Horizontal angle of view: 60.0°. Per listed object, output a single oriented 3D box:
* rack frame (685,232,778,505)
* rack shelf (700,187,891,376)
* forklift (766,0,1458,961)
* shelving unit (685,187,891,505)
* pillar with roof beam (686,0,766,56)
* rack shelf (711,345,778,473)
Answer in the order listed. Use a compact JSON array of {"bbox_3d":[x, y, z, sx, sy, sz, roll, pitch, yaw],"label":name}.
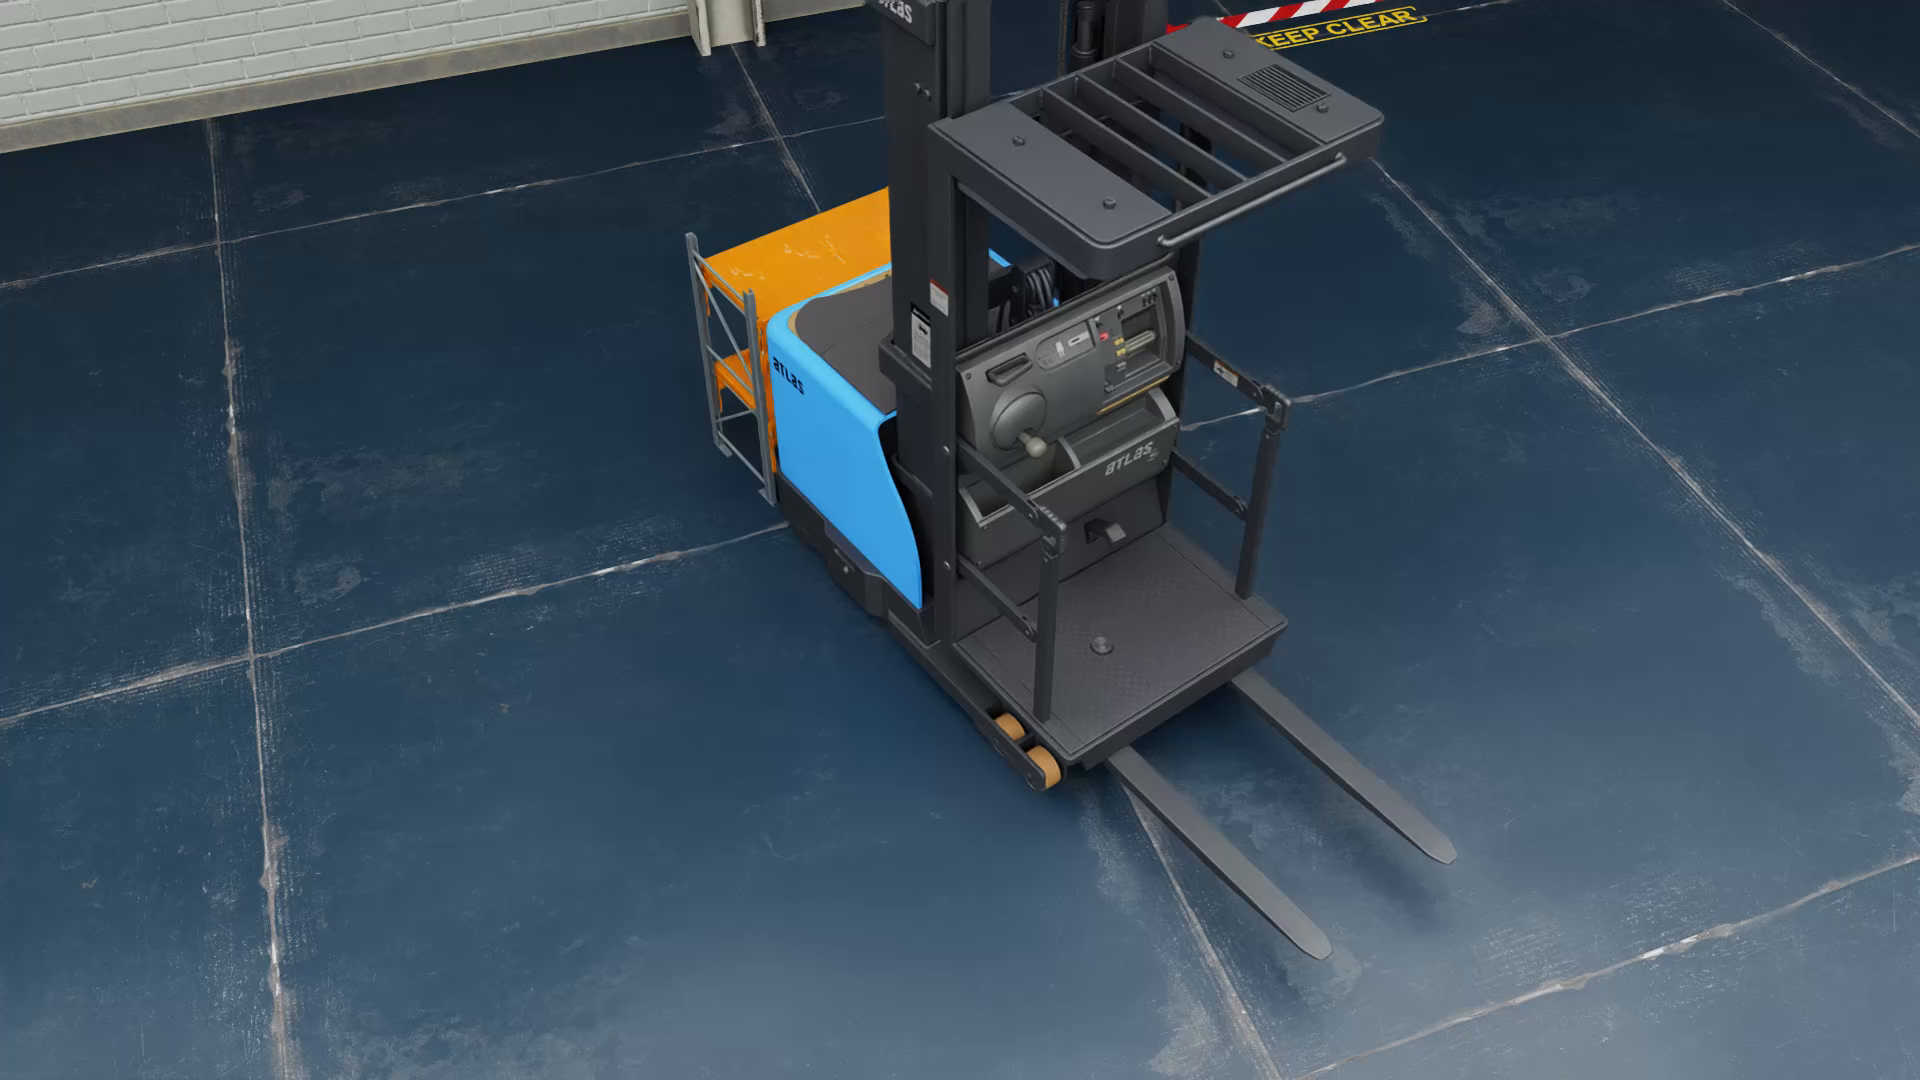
[{"bbox_3d":[-0.951,-0.697,6.960,0.032,1.125,0.500,-27,51,-24],"label":"rack frame"},{"bbox_3d":[-0.538,-1.113,6.961,1.000,0.278,0.538,-27,51,-24],"label":"rack shelf"},{"bbox_3d":[0.523,-0.511,5.499,1.130,2.935,3.031,-28,52,-25],"label":"forklift"},{"bbox_3d":[-0.538,-0.907,7.169,1.048,1.125,0.538,-27,51,-24],"label":"shelving unit"},{"bbox_3d":[0.054,-3.351,4.046,0.400,9.000,9.100,-14,47,-14],"label":"pillar with roof beam"},{"bbox_3d":[-0.537,-0.734,7.342,1.000,0.278,0.538,-27,51,-24],"label":"rack shelf"}]
